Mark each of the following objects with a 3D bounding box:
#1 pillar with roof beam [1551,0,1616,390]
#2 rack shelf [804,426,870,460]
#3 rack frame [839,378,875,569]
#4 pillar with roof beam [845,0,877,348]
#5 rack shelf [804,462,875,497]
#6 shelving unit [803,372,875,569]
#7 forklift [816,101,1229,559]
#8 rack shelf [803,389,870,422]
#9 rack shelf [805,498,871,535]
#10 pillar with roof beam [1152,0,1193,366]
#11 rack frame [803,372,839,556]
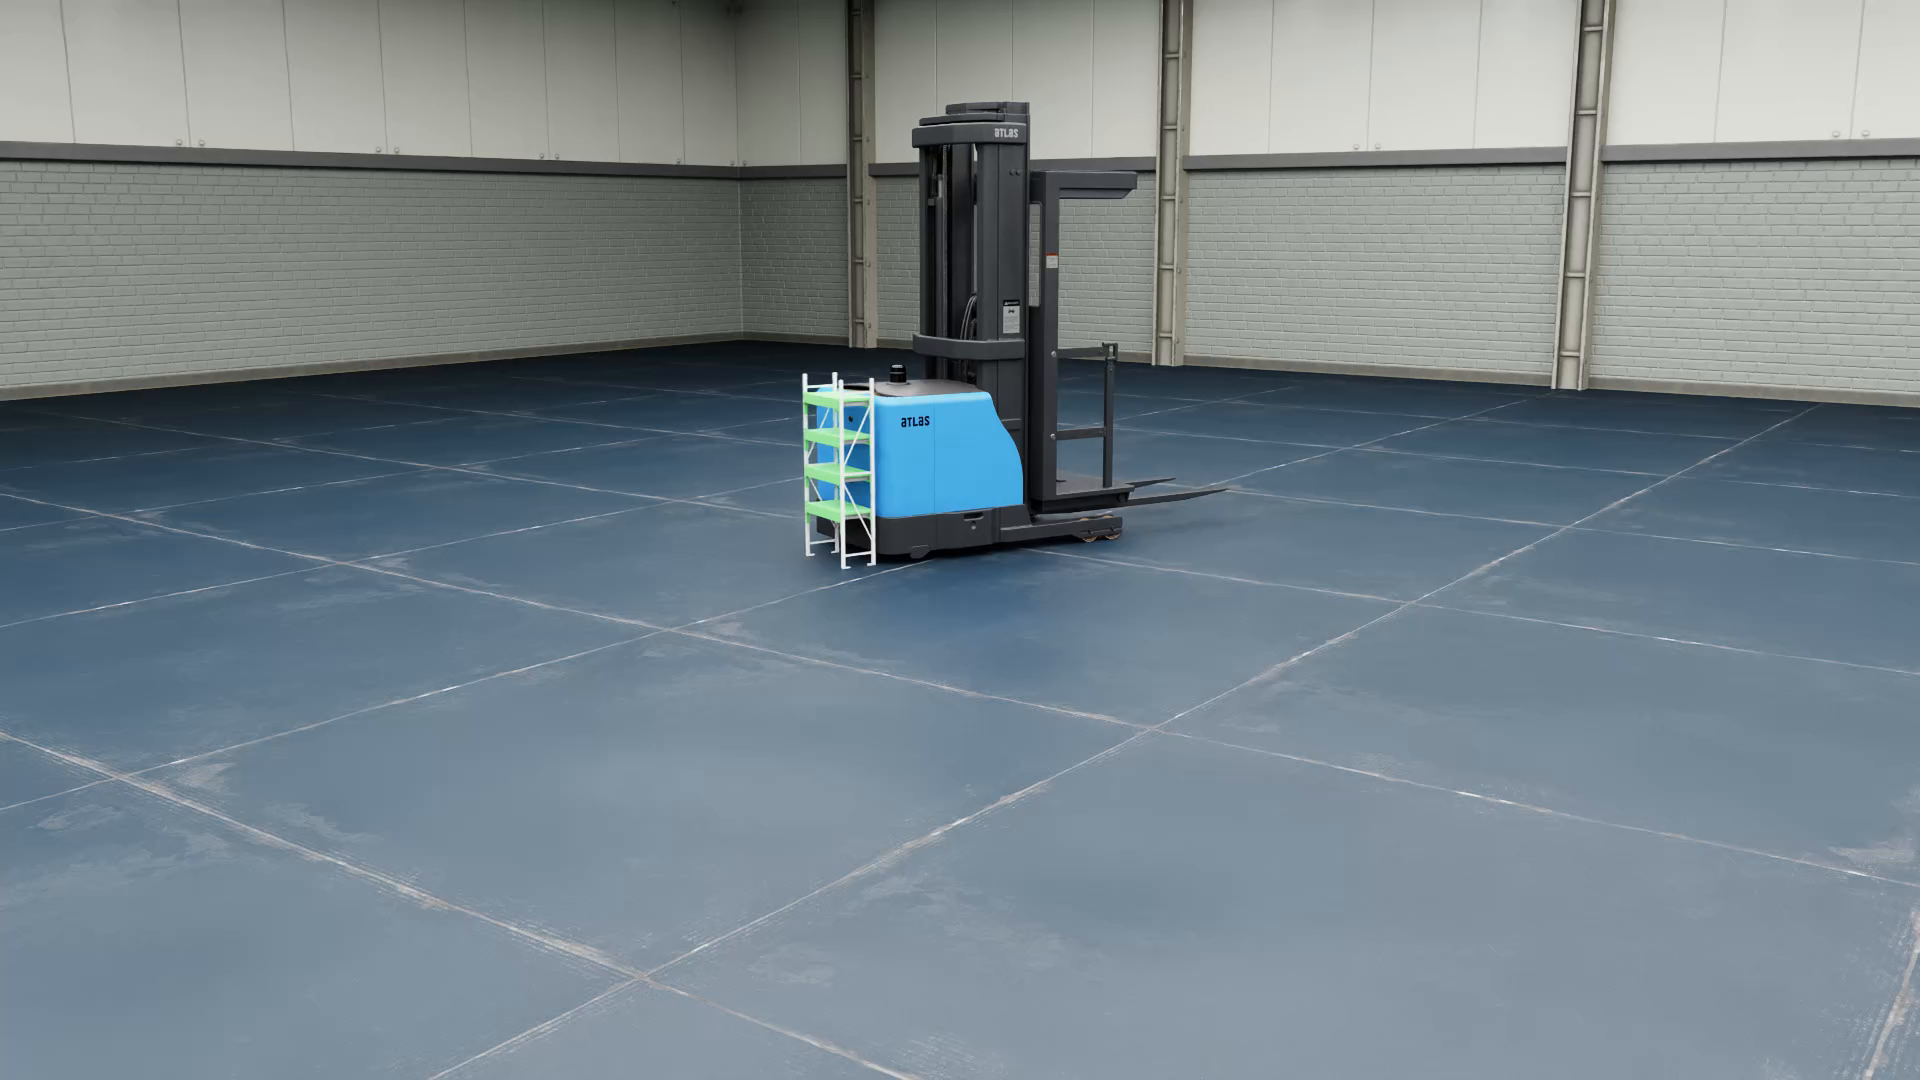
[{"bbox_3d":[5.450,-5.748,17.550,0.400,9.000,9.100,8,13,36],"label":"pillar with roof beam"},{"bbox_3d":[-0.780,-0.628,10.692,0.258,0.148,0.480,-7,13,-32],"label":"rack shelf"},{"bbox_3d":[-0.649,-0.417,10.523,0.240,1.200,0.015,-7,13,-32],"label":"rack frame"},{"bbox_3d":[-4.222,-7.097,24.524,0.400,9.000,9.100,8,13,36],"label":"pillar with roof beam"},{"bbox_3d":[-0.780,-0.393,10.738,0.258,0.148,0.480,-7,13,-32],"label":"rack shelf"},{"bbox_3d":[-0.780,-0.456,10.725,0.258,1.200,0.503,-7,13,-32],"label":"shelving unit"},{"bbox_3d":[0.535,-1.502,11.579,3.031,2.935,1.130,-7,13,-31],"label":"forklift"},{"bbox_3d":[-0.780,-0.864,10.646,0.258,0.148,0.480,-7,13,-32],"label":"rack shelf"},{"bbox_3d":[-0.780,-0.157,10.783,0.258,0.148,0.480,-7,13,-32],"label":"rack shelf"},{"bbox_3d":[0.614,-6.423,21.037,0.400,9.000,9.100,8,13,36],"label":"pillar with roof beam"},{"bbox_3d":[-0.912,-0.495,10.927,0.240,1.200,0.015,-7,13,-32],"label":"rack frame"}]
